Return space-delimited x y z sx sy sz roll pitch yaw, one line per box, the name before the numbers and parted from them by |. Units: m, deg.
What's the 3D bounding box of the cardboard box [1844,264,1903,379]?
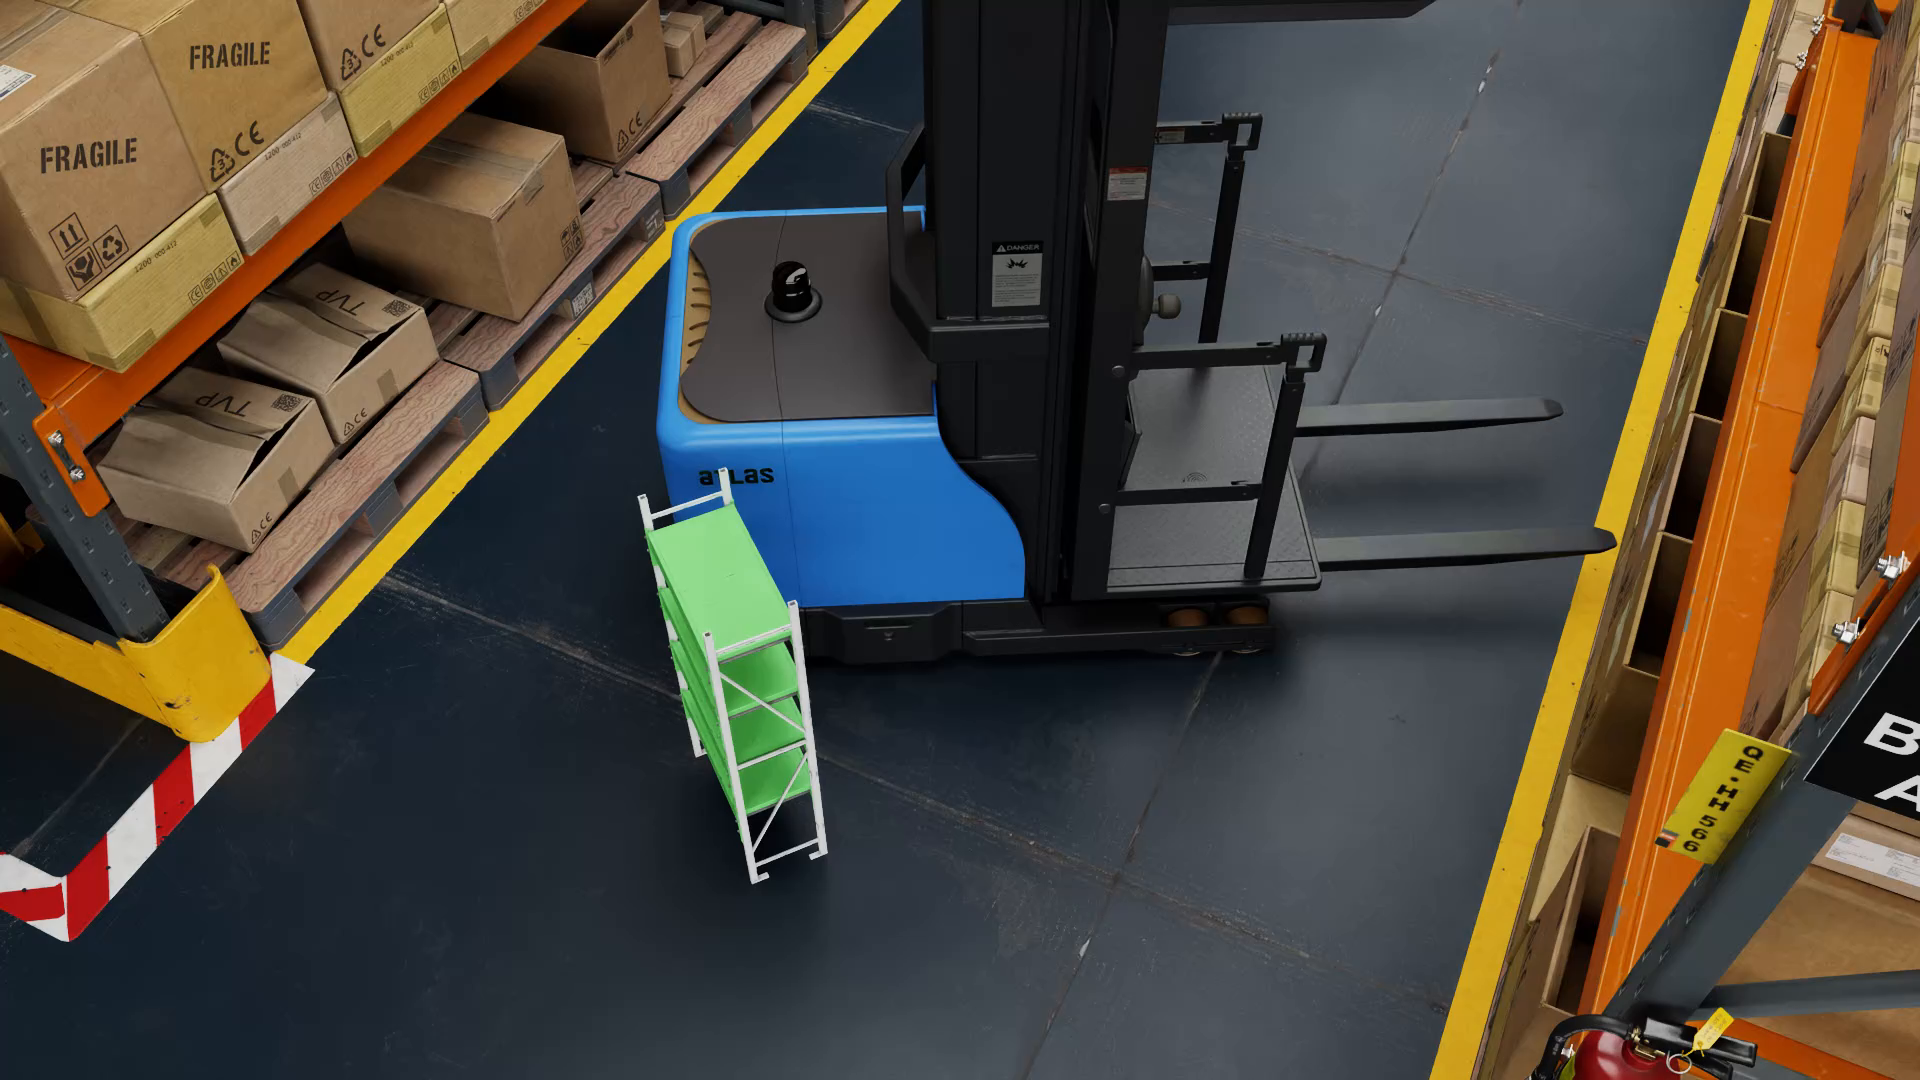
cardboard box | 2.185 -0.426 3.651 0.380 0.149 0.250 21 53 17

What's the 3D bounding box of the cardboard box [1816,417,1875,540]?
cardboard box | 1.962 -0.063 3.342 0.380 0.149 0.250 20 53 17

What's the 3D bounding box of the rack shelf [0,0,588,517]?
rack shelf | -1.984 -1.719 5.716 1.077 0.370 4.000 20 52 16

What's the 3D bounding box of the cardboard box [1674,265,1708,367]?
cardboard box | 2.878 -0.745 5.944 0.500 0.250 0.500 20 52 16

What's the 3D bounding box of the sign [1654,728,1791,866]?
sign | 1.157 0.396 2.528 0.100 0.325 0.005 20 52 16

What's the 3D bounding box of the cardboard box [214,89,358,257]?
cardboard box | -2.134 -1.128 4.825 0.500 0.250 0.500 18 52 15

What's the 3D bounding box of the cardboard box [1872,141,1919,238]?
cardboard box | 2.402 -0.773 3.947 0.380 0.149 0.250 19 52 16

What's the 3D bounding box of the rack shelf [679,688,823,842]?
rack shelf | -0.611 0.608 4.844 0.258 0.148 0.480 -20 52 -16

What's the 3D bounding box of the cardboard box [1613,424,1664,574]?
cardboard box | 2.442 -0.059 5.361 0.500 0.250 0.500 20 52 16

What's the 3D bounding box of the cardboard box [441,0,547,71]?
cardboard box | -1.693 -1.824 5.418 0.500 0.250 0.500 20 53 16

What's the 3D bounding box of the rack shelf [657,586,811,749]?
rack shelf | -0.611 0.297 4.478 0.258 0.148 0.480 -20 52 -16

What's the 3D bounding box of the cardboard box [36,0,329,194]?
cardboard box | -2.143 -1.344 4.517 0.500 0.500 0.500 20 52 16

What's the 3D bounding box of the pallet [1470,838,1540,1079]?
pallet | 1.931 1.398 4.422 1.003 0.211 1.213 20 52 16

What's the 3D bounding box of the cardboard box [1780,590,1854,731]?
cardboard box | 1.743 0.286 3.046 0.380 0.149 0.250 21 53 17

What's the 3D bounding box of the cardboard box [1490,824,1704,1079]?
cardboard box | 1.602 1.080 3.899 0.500 0.500 0.500 20 52 16

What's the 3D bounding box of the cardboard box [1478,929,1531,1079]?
cardboard box | 1.604 1.324 4.184 0.500 0.250 0.500 20 52 16

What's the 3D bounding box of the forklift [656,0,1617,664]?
forklift | 0.623 -0.976 4.656 3.031 2.935 1.130 -2 50 -2

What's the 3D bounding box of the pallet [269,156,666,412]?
pallet | -1.905 -1.109 6.555 1.003 0.211 1.213 20 52 16

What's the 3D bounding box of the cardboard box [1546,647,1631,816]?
cardboard box | 2.018 0.631 4.773 0.500 0.250 0.500 20 52 16

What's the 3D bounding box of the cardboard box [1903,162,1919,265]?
cardboard box | 2.524 -0.829 3.568 0.700 0.500 0.500 20 52 16

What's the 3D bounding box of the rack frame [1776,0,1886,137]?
rack frame | 3.351 -1.720 5.244 1.000 3.000 0.127 20 52 16

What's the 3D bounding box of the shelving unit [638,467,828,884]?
shelving unit | -0.611 0.411 4.612 0.258 1.200 0.503 -20 52 -16

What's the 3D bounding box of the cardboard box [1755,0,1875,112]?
cardboard box | 3.481 -1.879 6.541 0.500 0.311 0.500 21 53 17

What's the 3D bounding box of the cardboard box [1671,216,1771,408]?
cardboard box | 2.663 -0.644 5.366 0.500 0.500 0.500 20 52 16

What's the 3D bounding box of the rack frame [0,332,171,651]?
rack frame | -2.839 -0.575 4.270 1.000 3.000 0.127 20 52 16

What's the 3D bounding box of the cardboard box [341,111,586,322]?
cardboard box | -1.860 -1.236 6.185 0.700 0.500 0.500 17 52 14

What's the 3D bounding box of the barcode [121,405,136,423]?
barcode | -2.816 -0.439 5.625 0.001 0.075 0.075 20 52 16

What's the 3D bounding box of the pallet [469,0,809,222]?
pallet | -1.385 -1.952 7.272 1.003 0.211 1.213 20 52 16

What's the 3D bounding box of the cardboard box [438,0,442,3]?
cardboard box | -1.707 -2.057 5.124 0.500 0.500 0.500 21 53 17

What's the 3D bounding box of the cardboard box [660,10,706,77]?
cardboard box | -1.331 -2.176 7.203 0.380 0.166 0.250 14 51 11

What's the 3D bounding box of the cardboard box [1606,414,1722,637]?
cardboard box | 2.231 0.043 4.781 0.500 0.500 0.500 20 52 16

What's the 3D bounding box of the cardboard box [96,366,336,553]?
cardboard box | -2.462 -0.293 5.507 0.500 0.311 0.500 14 51 12

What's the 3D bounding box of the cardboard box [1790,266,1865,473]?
cardboard box | 2.512 -0.382 4.040 0.700 0.500 0.500 21 53 17

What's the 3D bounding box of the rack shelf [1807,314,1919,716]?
rack shelf | 2.496 -1.082 3.204 1.077 0.370 4.000 20 52 16

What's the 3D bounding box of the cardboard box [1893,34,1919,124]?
cardboard box | 2.625 -1.137 4.256 0.380 0.149 0.250 18 52 15

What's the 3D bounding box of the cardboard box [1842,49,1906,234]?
cardboard box | 2.947 -1.080 4.633 0.700 0.500 0.500 19 52 16

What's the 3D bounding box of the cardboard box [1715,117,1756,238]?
cardboard box | 3.266 -1.345 6.455 0.500 0.250 0.500 19 52 16

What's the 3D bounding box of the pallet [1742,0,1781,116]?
pallet | 4.150 -2.180 7.466 1.003 0.211 1.213 20 52 16

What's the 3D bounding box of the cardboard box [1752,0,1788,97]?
cardboard box | 3.702 -2.045 7.050 0.500 0.250 0.500 21 53 17

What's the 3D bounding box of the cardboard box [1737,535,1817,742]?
cardboard box | 2.073 0.321 3.441 0.700 0.500 0.500 21 53 17

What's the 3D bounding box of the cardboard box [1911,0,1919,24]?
cardboard box | 2.845 -1.490 4.556 0.380 0.149 0.250 19 52 15

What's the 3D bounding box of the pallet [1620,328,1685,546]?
pallet | 2.973 -0.283 5.852 1.003 0.211 1.213 20 52 16

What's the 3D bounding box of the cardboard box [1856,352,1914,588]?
cardboard box | 2.095 -0.136 2.979 0.700 0.500 0.500 19 52 15

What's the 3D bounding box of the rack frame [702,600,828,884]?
rack frame | -0.506 0.579 4.470 0.240 1.200 0.015 -20 52 -16
